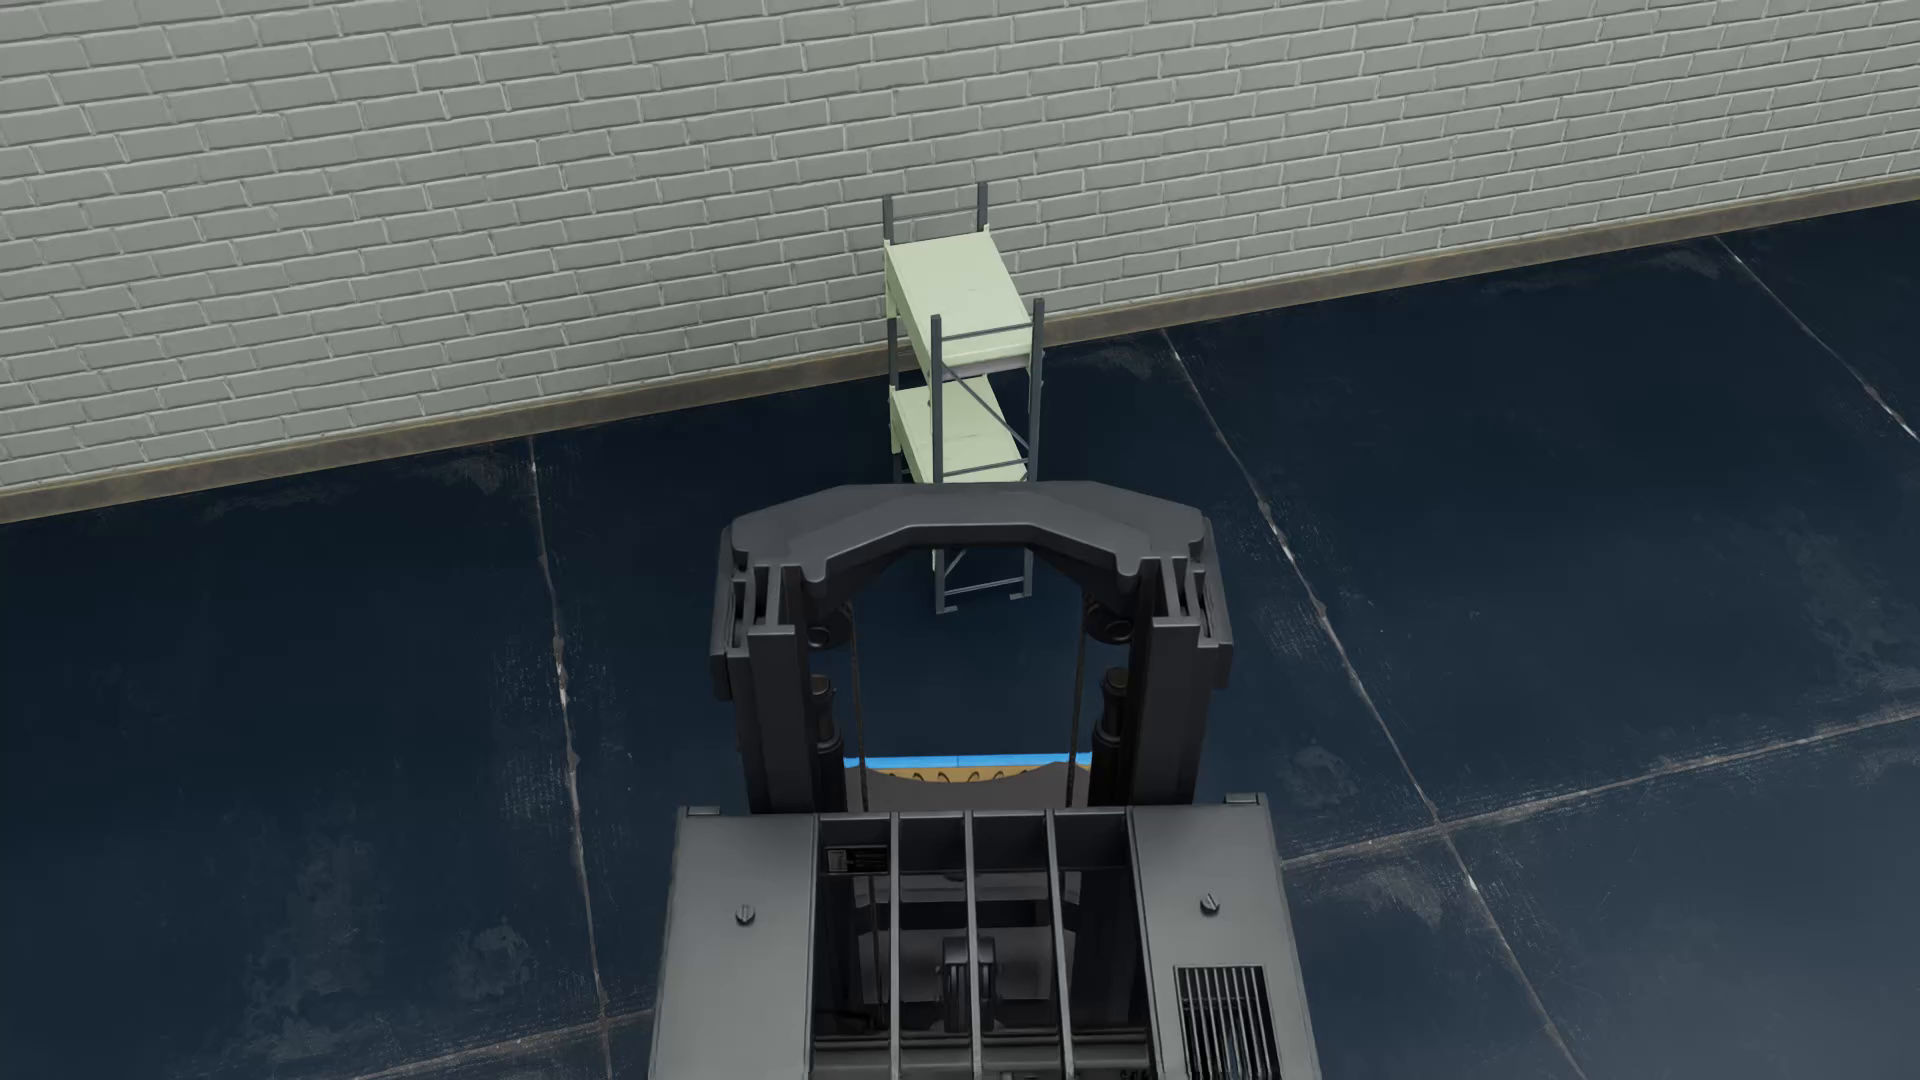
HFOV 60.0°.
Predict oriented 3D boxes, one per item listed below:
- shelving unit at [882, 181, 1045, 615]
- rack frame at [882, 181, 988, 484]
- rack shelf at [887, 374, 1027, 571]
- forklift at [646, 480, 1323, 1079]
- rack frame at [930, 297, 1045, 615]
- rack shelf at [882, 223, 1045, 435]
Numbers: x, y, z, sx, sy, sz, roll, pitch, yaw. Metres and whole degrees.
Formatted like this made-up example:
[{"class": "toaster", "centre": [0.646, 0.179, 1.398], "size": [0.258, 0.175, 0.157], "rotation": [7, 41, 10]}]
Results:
[{"class": "shelving unit", "centre": [0.002, -0.520, 6.461], "size": [0.431, 1.500, 0.755], "rotation": [-11, 47, -10]}, {"class": "rack frame", "centre": [-0.092, -0.773, 6.708], "size": [0.400, 1.500, 0.023], "rotation": [-11, 47, -10]}, {"class": "rack shelf", "centre": [0.002, -0.292, 6.693], "size": [0.431, 0.370, 0.720], "rotation": [-11, 47, -10]}, {"class": "forklift", "centre": [0.033, 1.412, 3.565], "size": [1.130, 2.935, 3.031], "rotation": [-1, 46, -1]}, {"class": "rack frame", "centre": [0.095, -0.268, 6.213], "size": [0.400, 1.500, 0.023], "rotation": [-11, 47, -10]}, {"class": "rack shelf", "centre": [0.002, -0.793, 6.182], "size": [0.431, 0.370, 0.720], "rotation": [-11, 47, -10]}]
